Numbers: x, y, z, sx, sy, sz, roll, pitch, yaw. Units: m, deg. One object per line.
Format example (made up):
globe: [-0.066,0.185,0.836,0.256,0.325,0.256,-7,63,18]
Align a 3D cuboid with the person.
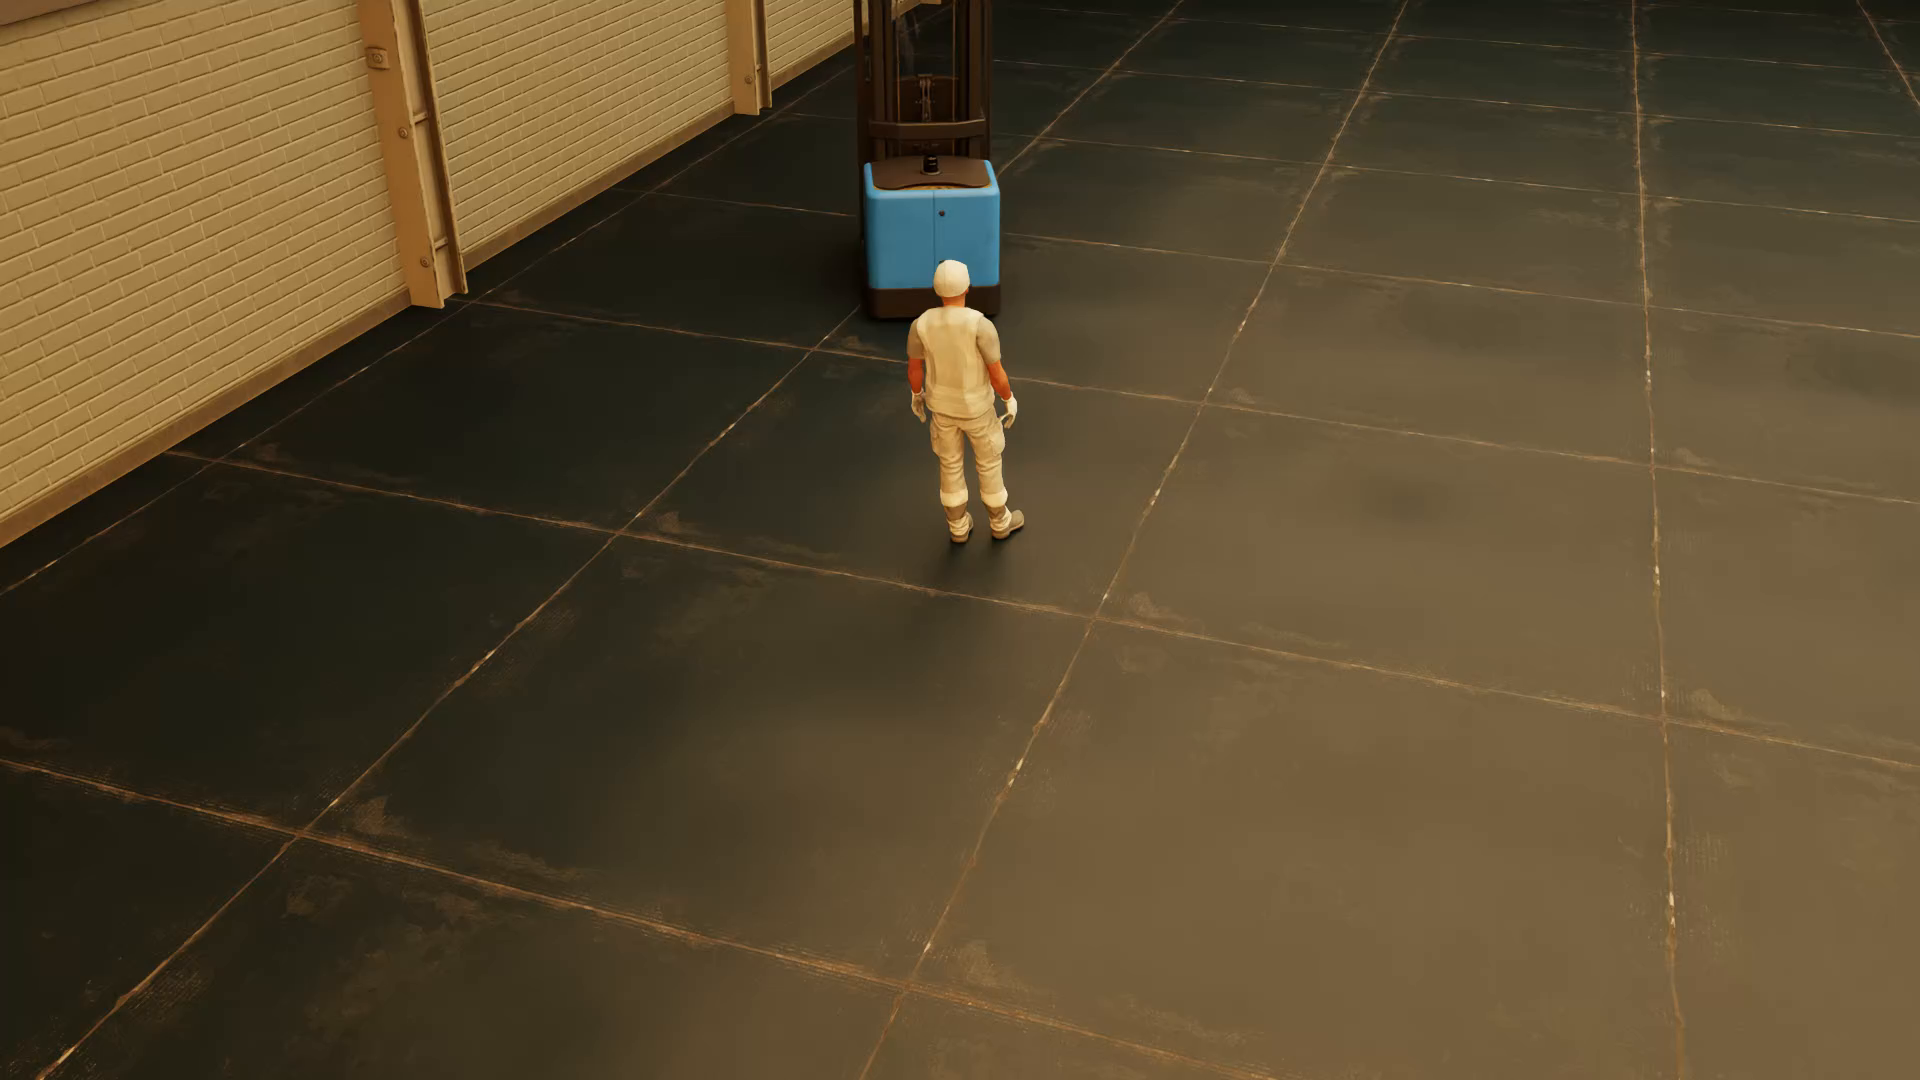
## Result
person: [0.038,-0.820,9.712,0.637,1.790,0.562,10,31,16]

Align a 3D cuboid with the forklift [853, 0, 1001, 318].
forklift: [-0.315,-3.706,13.637,1.130,2.935,3.031,-2,30,-4]
